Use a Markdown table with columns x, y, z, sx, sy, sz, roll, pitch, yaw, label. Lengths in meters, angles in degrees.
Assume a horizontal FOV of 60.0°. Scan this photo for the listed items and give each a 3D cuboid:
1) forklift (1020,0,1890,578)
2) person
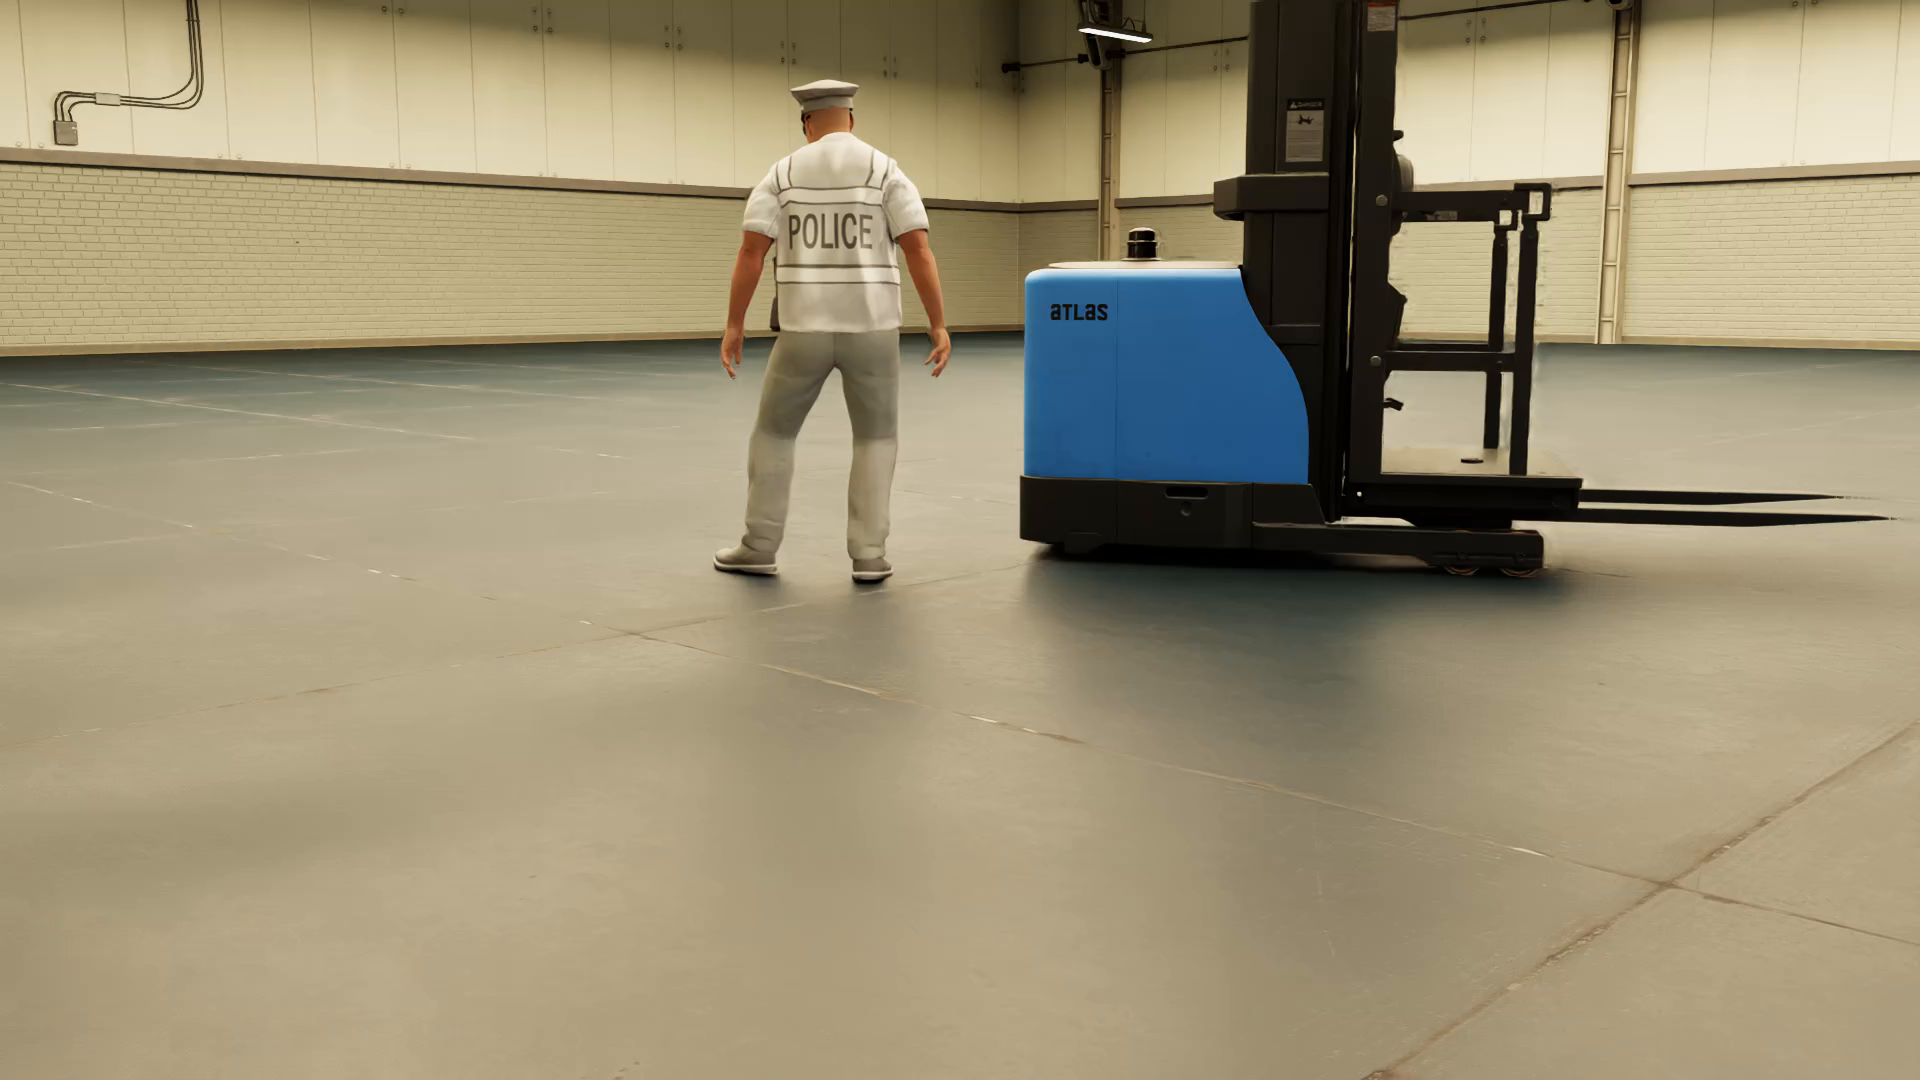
| x | y | z | sx | sy | sz | roll | pitch | yaw | label |
| --- | --- | --- | --- | --- | --- | --- | --- | --- | --- |
| 1.798 | -1.402 | 6.188 | 3.031 | 2.935 | 1.130 | 2 | 9 | 12 | forklift |
| -0.463 | -0.722 | 5.776 | 0.868 | 1.722 | 0.425 | 0 | 9 | 2 | person |
